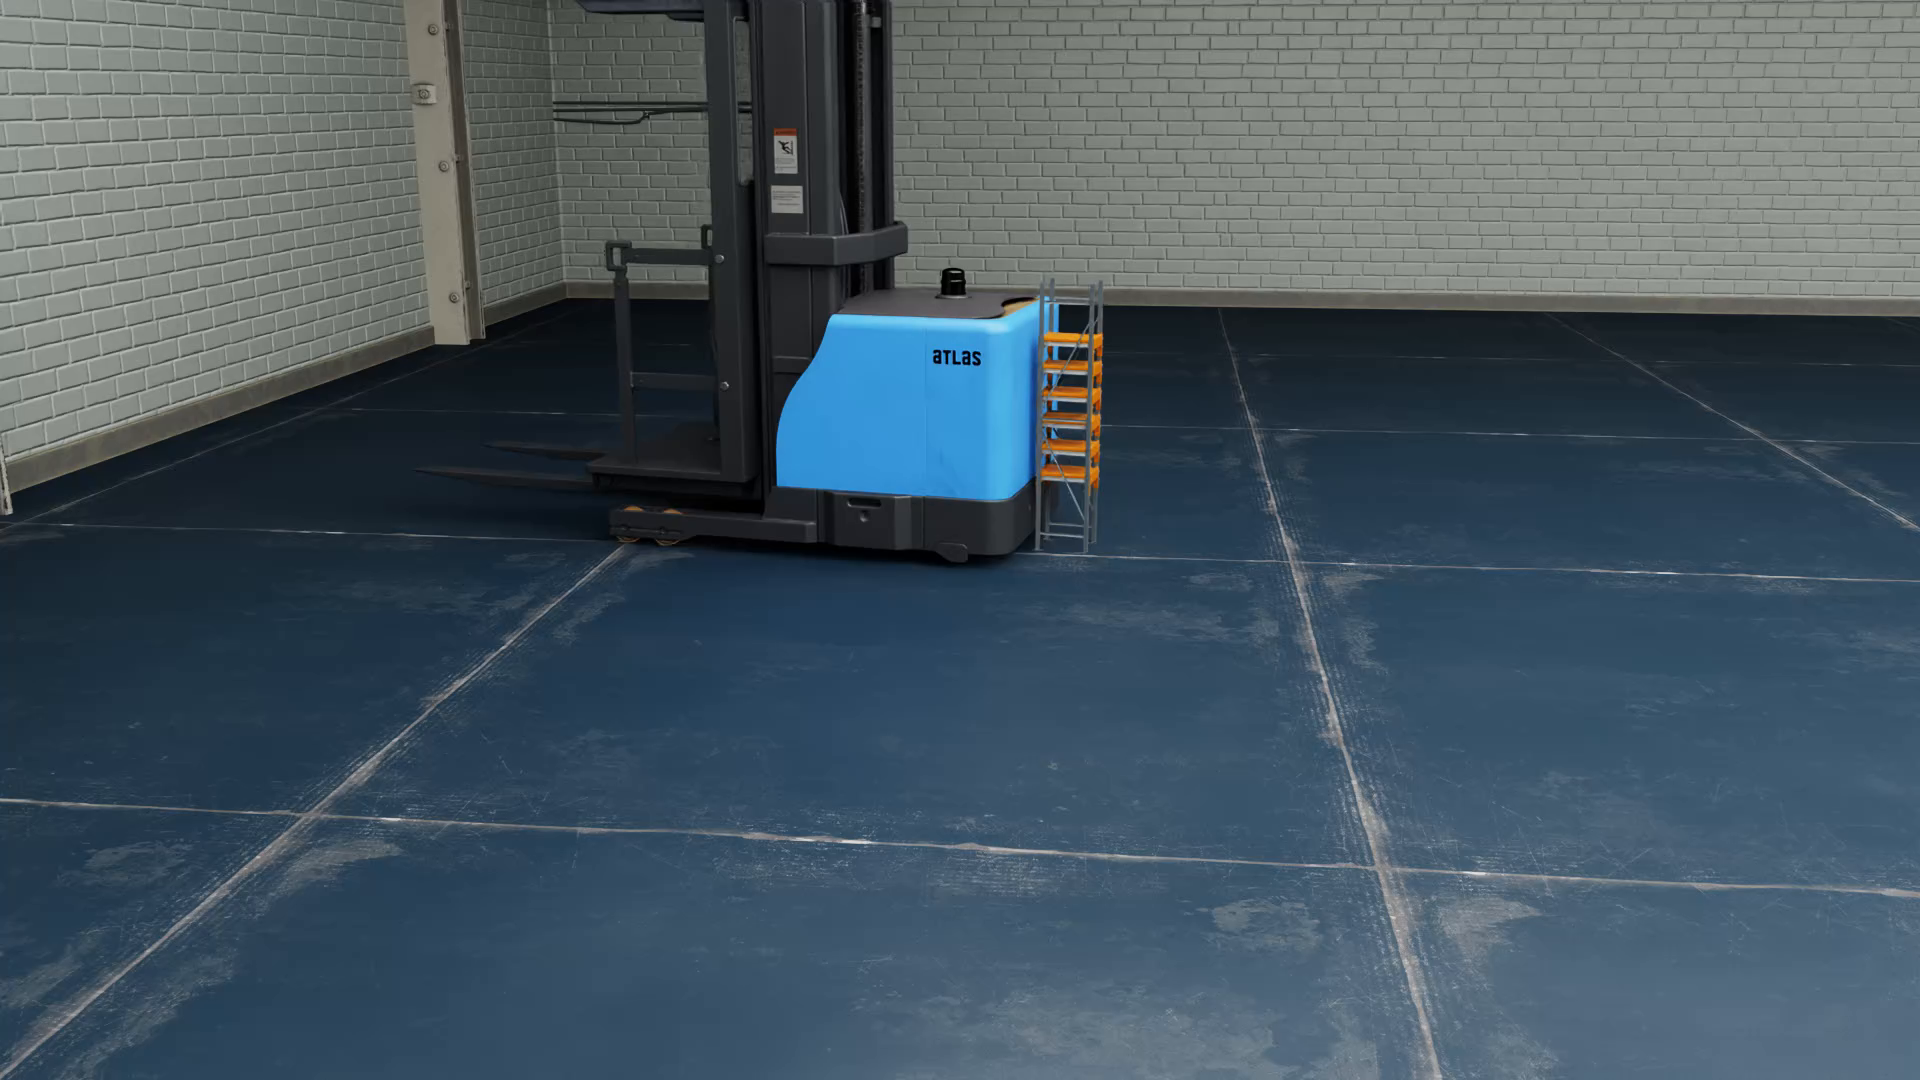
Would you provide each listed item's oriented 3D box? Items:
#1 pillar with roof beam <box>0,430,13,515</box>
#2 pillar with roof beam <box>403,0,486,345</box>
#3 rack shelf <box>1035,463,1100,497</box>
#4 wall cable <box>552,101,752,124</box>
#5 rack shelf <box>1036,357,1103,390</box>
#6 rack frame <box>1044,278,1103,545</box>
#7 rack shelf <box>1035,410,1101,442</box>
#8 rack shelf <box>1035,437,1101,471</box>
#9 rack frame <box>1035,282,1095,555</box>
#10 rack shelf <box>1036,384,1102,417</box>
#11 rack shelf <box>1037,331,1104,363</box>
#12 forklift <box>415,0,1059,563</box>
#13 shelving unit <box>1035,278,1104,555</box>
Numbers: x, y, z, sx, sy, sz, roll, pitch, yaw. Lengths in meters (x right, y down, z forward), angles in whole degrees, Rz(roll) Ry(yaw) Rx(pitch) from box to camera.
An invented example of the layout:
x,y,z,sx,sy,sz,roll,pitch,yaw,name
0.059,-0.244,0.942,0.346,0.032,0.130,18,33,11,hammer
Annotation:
x,y,z,sx,sy,sz,roll,pitch,yaw,name
-0.543,-4.307,6.349,9.100,9.000,0.400,2,15,6,pillar with roof beam
0.134,-5.863,12.104,9.100,9.000,0.400,2,15,6,pillar with roof beam
0.481,-0.270,7.449,0.258,0.103,0.180,5,16,16,rack shelf
-2.497,-5.216,15.660,3.097,2.526,0.112,2,15,6,wall cable
0.484,-0.733,7.323,0.258,0.103,0.180,5,16,16,rack shelf
0.508,-0.567,7.459,0.240,1.200,0.006,5,16,16,rack frame
0.482,-0.502,7.386,0.258,0.103,0.180,5,16,16,rack shelf
0.482,-0.386,7.417,0.258,0.103,0.180,5,16,16,rack shelf
0.457,-0.522,7.289,0.240,1.200,0.006,5,16,16,rack frame
0.483,-0.617,7.354,0.258,0.103,0.180,5,16,16,rack shelf
0.484,-0.849,7.291,0.258,0.103,0.180,5,16,16,rack shelf
-1.102,-1.513,7.644,3.031,2.935,1.130,4,16,16,forklift
0.482,-0.545,7.374,0.258,1.200,0.189,5,16,16,shelving unit
